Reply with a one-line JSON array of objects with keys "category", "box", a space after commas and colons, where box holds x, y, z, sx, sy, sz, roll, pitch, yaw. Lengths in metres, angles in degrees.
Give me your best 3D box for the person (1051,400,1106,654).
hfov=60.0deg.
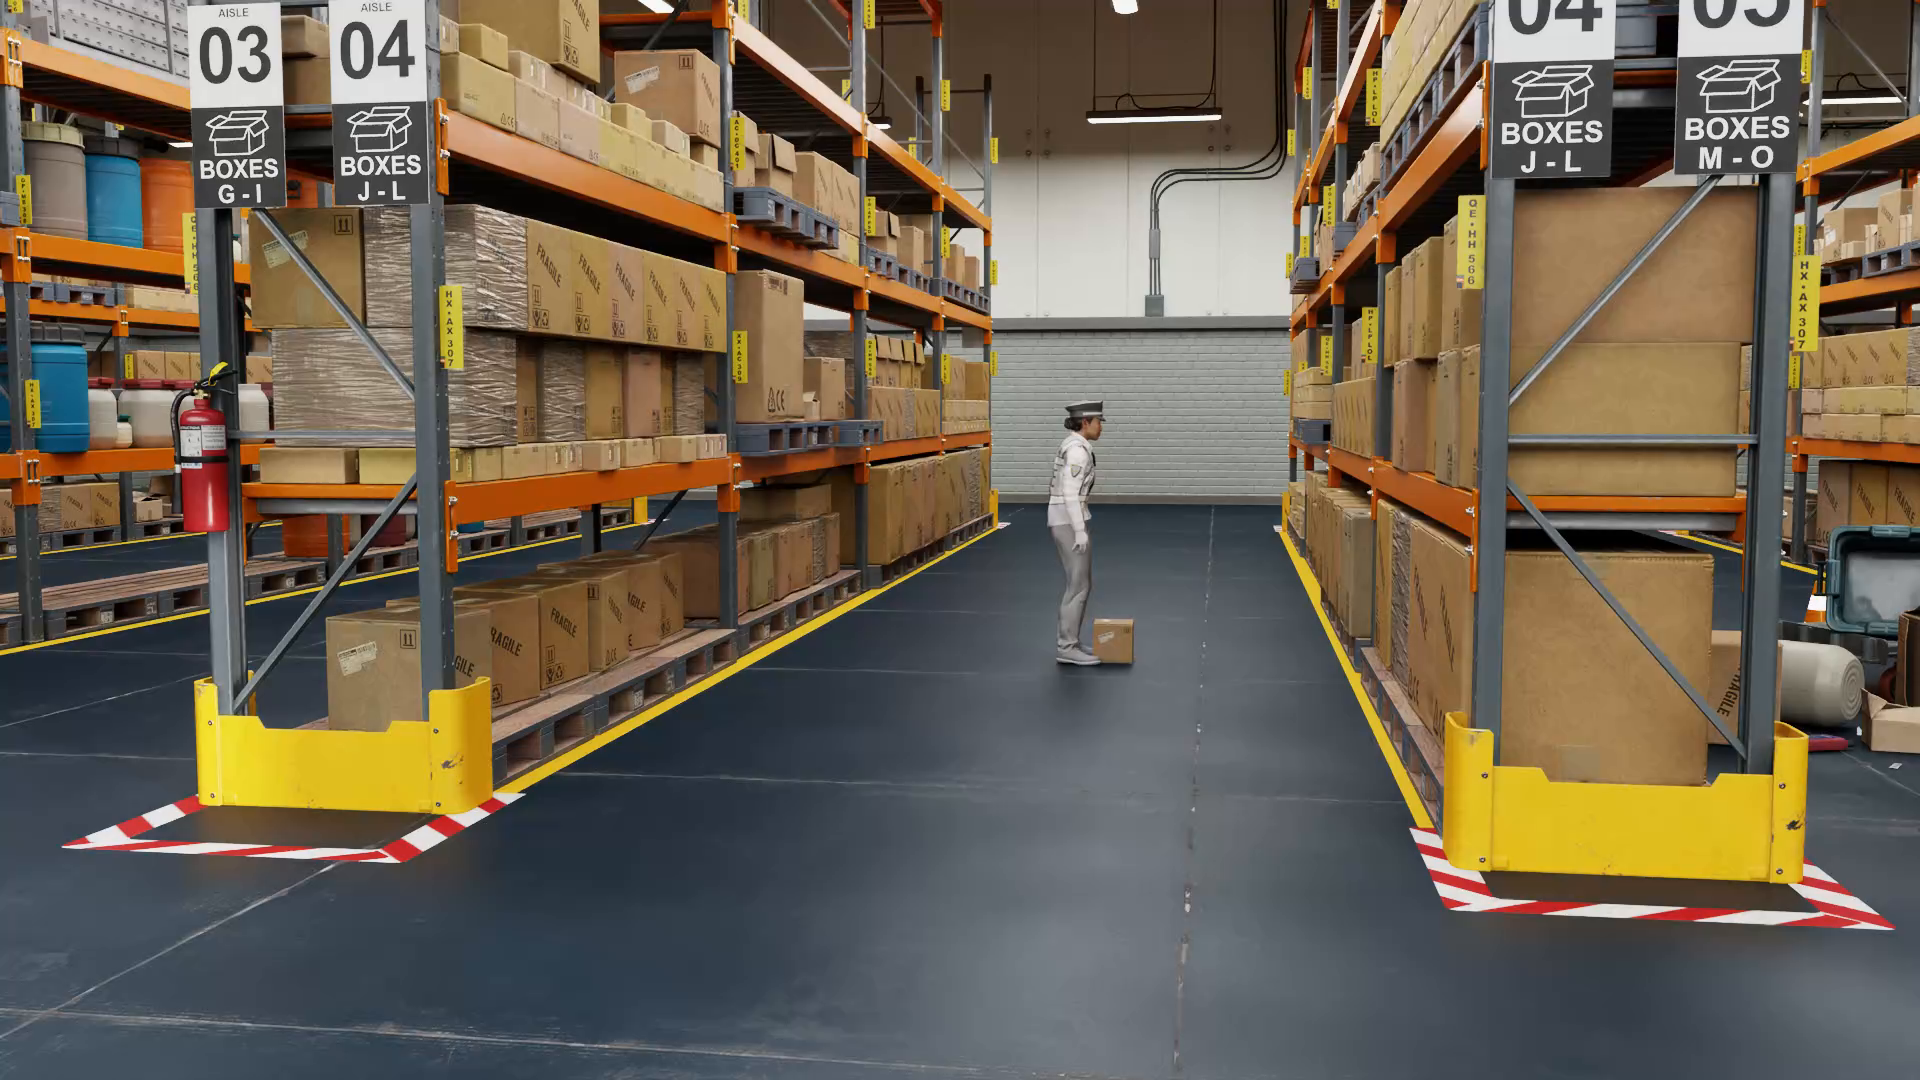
[{"category": "person", "box": [0.758, -0.091, 10.623, 0.346, 1.602, 0.515, 0, 5, 5]}]
